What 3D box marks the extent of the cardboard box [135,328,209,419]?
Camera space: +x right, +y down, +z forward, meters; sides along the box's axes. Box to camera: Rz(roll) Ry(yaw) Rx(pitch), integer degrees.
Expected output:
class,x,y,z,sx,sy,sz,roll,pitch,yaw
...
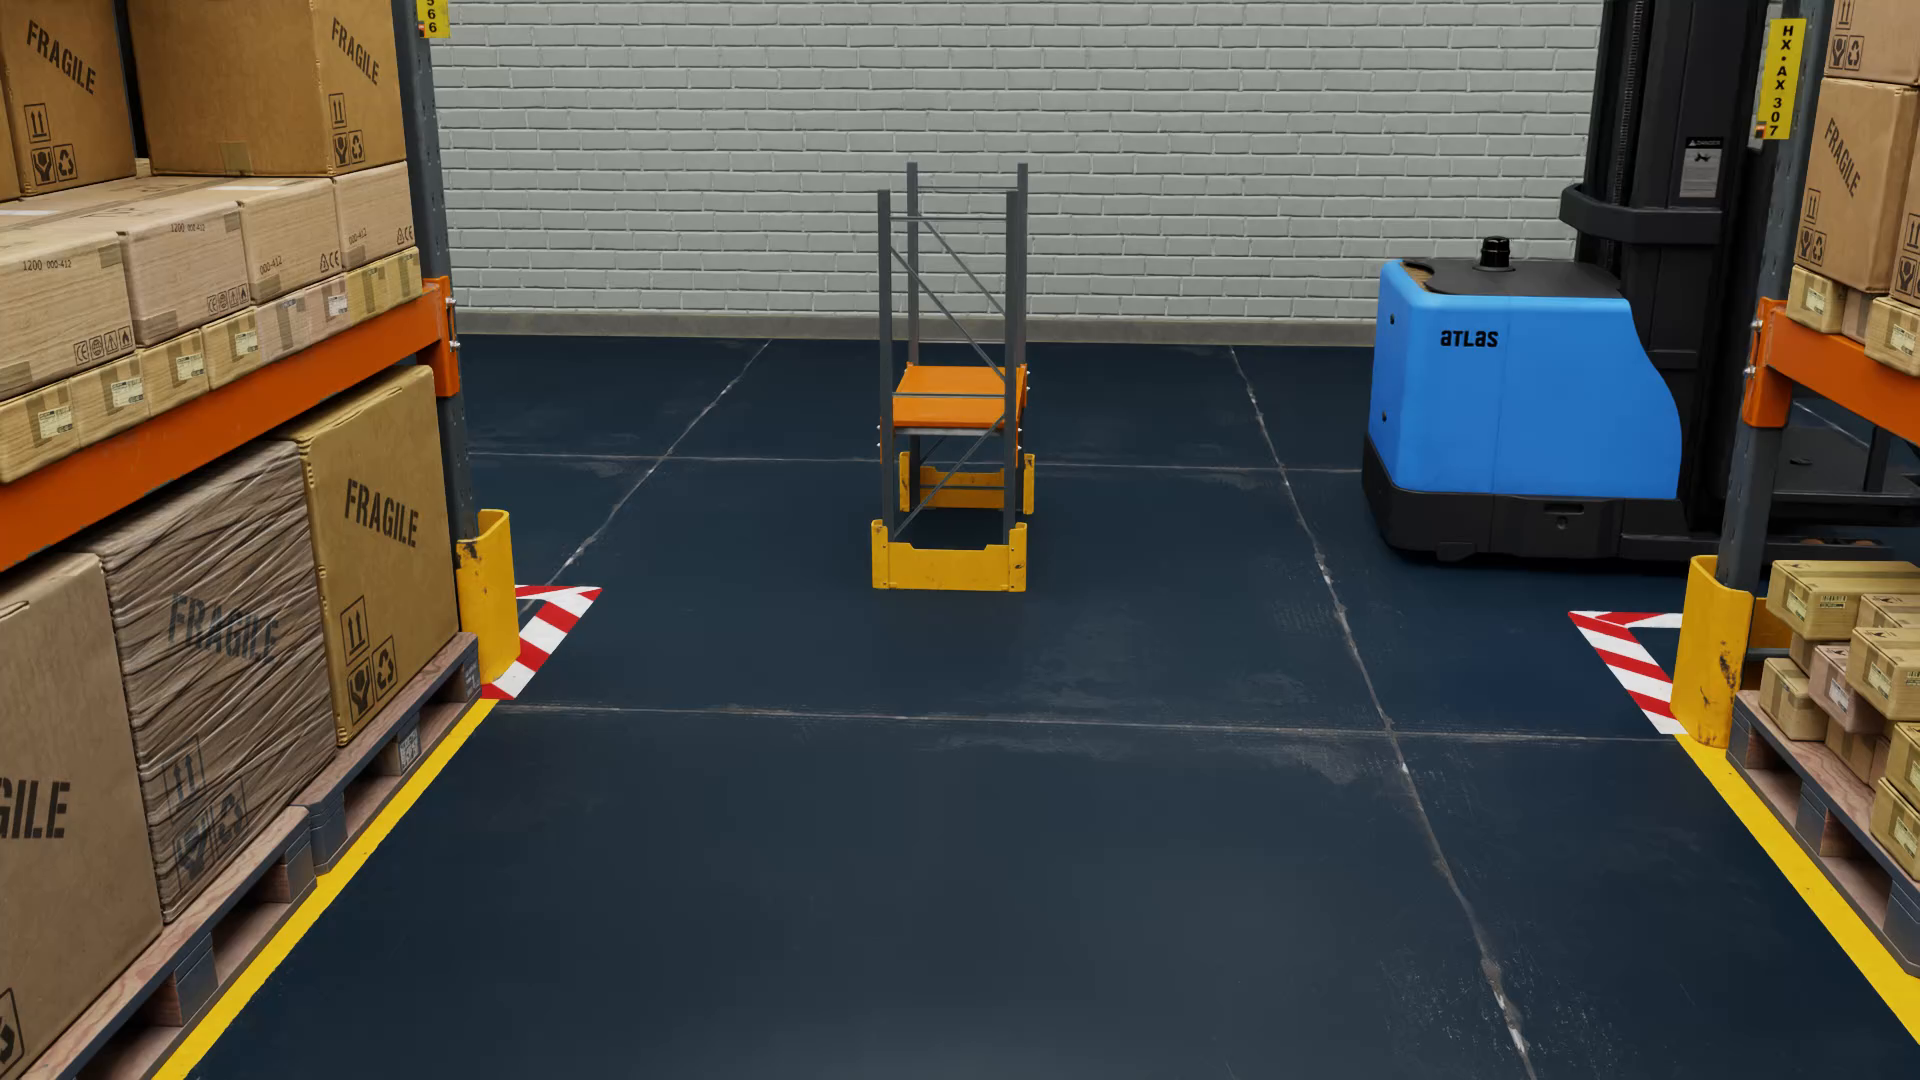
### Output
class,x,y,z,sx,sy,sz,roll,pitch,yaw
cardboard box,-1.894,-0.369,3.636,0.380,0.149,0.250,1,18,4

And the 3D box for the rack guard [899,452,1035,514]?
class,x,y,z,sx,sy,sz,roll,pitch,yaw
rack guard,0.030,-0.250,7.284,0.587,0.250,0.087,1,18,4

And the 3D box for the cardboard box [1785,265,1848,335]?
class,x,y,z,sx,sy,sz,roll,pitch,yaw
cardboard box,2.483,-0.650,4.492,0.380,0.149,0.250,1,18,3

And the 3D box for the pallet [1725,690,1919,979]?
class,x,y,z,sx,sy,sz,roll,pitch,yaw
pallet,2.734,0.738,4.332,1.003,0.211,1.213,1,18,4

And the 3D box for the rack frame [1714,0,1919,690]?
class,x,y,z,sx,sy,sz,roll,pitch,yaw
rack frame,2.833,-0.862,4.737,1.000,3.000,0.127,1,18,4

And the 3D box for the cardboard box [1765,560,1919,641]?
class,x,y,z,sx,sy,sz,roll,pitch,yaw
cardboard box,2.457,0.165,4.550,0.380,0.149,0.250,0,18,1

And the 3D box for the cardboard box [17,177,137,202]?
class,x,y,z,sx,sy,sz,roll,pitch,yaw
cardboard box,-2.441,-0.770,4.218,0.500,0.250,0.500,1,18,3

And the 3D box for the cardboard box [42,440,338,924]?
class,x,y,z,sx,sy,sz,roll,pitch,yaw
cardboard box,-2.138,0.289,3.962,0.875,0.875,0.875,1,18,4

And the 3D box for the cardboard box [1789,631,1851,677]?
class,x,y,z,sx,sy,sz,roll,pitch,yaw
cardboard box,2.540,0.309,4.590,0.380,0.149,0.250,2,18,6

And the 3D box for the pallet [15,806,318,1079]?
class,x,y,z,sx,sy,sz,roll,pitch,yaw
pallet,-2.176,0.949,3.689,1.003,0.211,1.213,1,18,4

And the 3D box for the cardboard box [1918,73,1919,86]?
class,x,y,z,sx,sy,sz,roll,pitch,yaw
cardboard box,2.507,-1.236,3.633,0.500,0.500,0.500,2,18,6

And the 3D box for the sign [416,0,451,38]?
class,x,y,z,sx,sy,sz,roll,pitch,yaw
sign,-1.566,-1.651,4.904,0.100,0.325,0.005,1,18,4

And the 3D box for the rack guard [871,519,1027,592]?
class,x,y,z,sx,sy,sz,roll,pitch,yaw
rack guard,-0.041,0.060,6.340,0.587,0.250,0.087,1,18,4

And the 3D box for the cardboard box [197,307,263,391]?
class,x,y,z,sx,sy,sz,roll,pitch,yaw
cardboard box,-1.876,-0.450,3.882,0.380,0.149,0.250,1,18,3

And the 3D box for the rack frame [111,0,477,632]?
class,x,y,z,sx,sy,sz,roll,pitch,yaw
rack frame,-2.107,-1.004,5.171,1.000,3.000,0.127,1,18,4

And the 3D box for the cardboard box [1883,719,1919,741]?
class,x,y,z,sx,sy,sz,roll,pitch,yaw
cardboard box,2.534,0.470,4.097,0.380,0.149,0.250,2,18,5

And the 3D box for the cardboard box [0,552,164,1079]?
class,x,y,z,sx,sy,sz,roll,pitch,yaw
cardboard box,-2.202,0.565,3.118,0.875,0.875,0.875,1,18,4

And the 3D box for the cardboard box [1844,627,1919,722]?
class,x,y,z,sx,sy,sz,roll,pitch,yaw
cardboard box,2.411,0.329,4.050,0.380,0.149,0.250,1,18,4

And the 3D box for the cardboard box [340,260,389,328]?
class,x,y,z,sx,sy,sz,roll,pitch,yaw
cardboard box,-1.821,-0.686,4.604,0.380,0.149,0.250,1,18,4

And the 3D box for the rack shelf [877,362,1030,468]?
class,x,y,z,sx,sy,sz,roll,pitch,yaw
rack shelf,-0.006,-0.515,6.665,0.538,0.185,1.000,1,18,4

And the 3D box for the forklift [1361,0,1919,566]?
class,x,y,z,sx,sy,sz,roll,pitch,yaw
forklift,3.262,-1.397,6.478,3.031,2.935,1.130,2,18,6

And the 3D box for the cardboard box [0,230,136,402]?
class,x,y,z,sx,sy,sz,roll,pitch,yaw
cardboard box,-1.983,-0.441,3.213,0.500,0.250,0.500,1,18,4

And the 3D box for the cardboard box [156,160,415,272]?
class,x,y,z,sx,sy,sz,roll,pitch,yaw
cardboard box,-1.877,-0.918,4.671,0.500,0.250,0.500,1,18,3

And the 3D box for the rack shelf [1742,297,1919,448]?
class,x,y,z,sx,sy,sz,roll,pitch,yaw
rack shelf,2.690,0.101,2.954,1.077,0.370,4.000,1,18,4

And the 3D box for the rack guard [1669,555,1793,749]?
class,x,y,z,sx,sy,sz,roll,pitch,yaw
rack guard,2.828,0.349,5.054,1.175,0.500,0.348,1,18,4

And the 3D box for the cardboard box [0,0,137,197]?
class,x,y,z,sx,sy,sz,roll,pitch,yaw
cardboard box,-2.446,-1.132,4.121,0.500,0.500,0.500,1,18,3

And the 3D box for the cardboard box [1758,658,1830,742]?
class,x,y,z,sx,sy,sz,roll,pitch,yaw
cardboard box,2.476,0.449,4.641,0.380,0.149,0.250,2,18,5

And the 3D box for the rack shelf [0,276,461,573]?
class,x,y,z,sx,sy,sz,roll,pitch,yaw
rack shelf,-2.250,-0.041,3.387,1.077,0.370,4.000,1,18,4

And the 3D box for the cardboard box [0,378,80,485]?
class,x,y,z,sx,sy,sz,roll,pitch,yaw
cardboard box,-1.930,-0.211,3.154,0.380,0.149,0.250,1,18,2

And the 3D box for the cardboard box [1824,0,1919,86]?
class,x,y,z,sx,sy,sz,roll,pitch,yaw
cardboard box,2.536,-1.393,4.112,0.500,0.500,0.500,1,18,4

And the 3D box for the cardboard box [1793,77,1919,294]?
class,x,y,z,sx,sy,sz,roll,pitch,yaw
cardboard box,2.526,-0.918,4.269,0.500,0.500,0.500,2,18,7

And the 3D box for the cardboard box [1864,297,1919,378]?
class,x,y,z,sx,sy,sz,roll,pitch,yaw
cardboard box,2.434,-0.487,3.996,0.380,0.149,0.250,1,18,2

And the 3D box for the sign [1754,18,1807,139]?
class,x,y,z,sx,sy,sz,roll,pitch,yaw
sign,2.292,-1.286,4.639,0.100,0.325,0.005,1,18,4

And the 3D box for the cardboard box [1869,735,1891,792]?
class,x,y,z,sx,sy,sz,roll,pitch,yaw
cardboard box,2.528,0.609,4.151,0.380,0.149,0.250,1,18,5

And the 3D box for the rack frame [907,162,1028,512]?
class,x,y,z,sx,sy,sz,roll,pitch,yaw
rack frame,0.030,-0.844,7.090,0.500,1.500,0.032,1,18,4

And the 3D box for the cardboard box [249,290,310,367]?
class,x,y,z,sx,sy,sz,roll,pitch,yaw
cardboard box,-1.859,-0.530,4.128,0.380,0.149,0.250,2,18,5

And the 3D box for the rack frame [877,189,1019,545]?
class,x,y,z,sx,sy,sz,roll,pitch,yaw
rack frame,-0.043,-0.528,6.127,0.500,1.500,0.032,1,18,4

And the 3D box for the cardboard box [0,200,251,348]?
class,x,y,z,sx,sy,sz,roll,pitch,yaw
cardboard box,-1.950,-0.602,3.707,0.500,0.250,0.500,1,18,2

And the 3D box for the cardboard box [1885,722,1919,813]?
class,x,y,z,sx,sy,sz,roll,pitch,yaw
cardboard box,2.408,0.548,3.861,0.380,0.149,0.250,2,18,6

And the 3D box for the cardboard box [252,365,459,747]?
class,x,y,z,sx,sy,sz,roll,pitch,yaw
cardboard box,-2.073,0.006,4.824,0.875,0.875,0.875,1,18,4

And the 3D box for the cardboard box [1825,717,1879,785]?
class,x,y,z,sx,sy,sz,roll,pitch,yaw
cardboard box,2.539,0.532,4.387,0.380,0.149,0.250,1,18,4

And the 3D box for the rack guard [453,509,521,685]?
class,x,y,z,sx,sy,sz,roll,pitch,yaw
rack guard,-2.105,0.176,5.583,1.175,0.500,0.348,1,18,4

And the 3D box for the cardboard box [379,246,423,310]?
class,x,y,z,sx,sy,sz,roll,pitch,yaw
cardboard box,-1.804,-0.767,4.850,0.380,0.149,0.250,2,18,5

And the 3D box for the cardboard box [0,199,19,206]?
class,x,y,z,sx,sy,sz,roll,pitch,yaw
cardboard box,-2.481,-0.614,3.742,0.500,0.250,0.500,1,18,2

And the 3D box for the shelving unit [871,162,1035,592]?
class,x,y,z,sx,sy,sz,roll,pitch,yaw
shelving unit,-0.005,-0.689,6.617,0.587,1.500,1.083,1,18,4

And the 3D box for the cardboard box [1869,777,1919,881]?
class,x,y,z,sx,sy,sz,roll,pitch,yaw
cardboard box,2.401,0.686,3.917,0.380,0.149,0.250,2,18,5

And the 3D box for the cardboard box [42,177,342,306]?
class,x,y,z,sx,sy,sz,roll,pitch,yaw
cardboard box,-1.914,-0.760,4.190,0.500,0.250,0.500,1,18,3

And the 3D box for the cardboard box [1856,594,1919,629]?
class,x,y,z,sx,sy,sz,roll,pitch,yaw
cardboard box,2.557,0.254,4.280,0.380,0.149,0.250,2,18,5

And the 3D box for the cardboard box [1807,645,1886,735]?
class,x,y,z,sx,sy,sz,roll,pitch,yaw
cardboard box,2.464,0.392,4.335,0.380,0.149,0.250,1,18,4

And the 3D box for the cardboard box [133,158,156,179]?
class,x,y,z,sx,sy,sz,roll,pitch,yaw
cardboard box,-2.410,-0.931,4.711,0.500,0.250,0.500,1,18,2

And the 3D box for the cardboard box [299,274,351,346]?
class,x,y,z,sx,sy,sz,roll,pitch,yaw
cardboard box,-1.840,-0.608,4.364,0.380,0.149,0.250,1,18,4

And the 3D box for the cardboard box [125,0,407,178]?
class,x,y,z,sx,sy,sz,roll,pitch,yaw
cardboard box,-1.879,-1.274,4.551,0.500,0.500,0.500,2,18,5

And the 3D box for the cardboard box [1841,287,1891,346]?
class,x,y,z,sx,sy,sz,roll,pitch,yaw
cardboard box,2.506,-0.570,4.248,0.380,0.149,0.250,2,18,6

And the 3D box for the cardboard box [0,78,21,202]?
class,x,y,z,sx,sy,sz,roll,pitch,yaw
cardboard box,-2.477,-0.971,3.629,0.500,0.500,0.500,1,18,2

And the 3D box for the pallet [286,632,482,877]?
class,x,y,z,sx,sy,sz,roll,pitch,yaw
pallet,-2.086,0.571,4.842,1.003,0.211,1.213,1,18,4

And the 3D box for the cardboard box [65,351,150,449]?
class,x,y,z,sx,sy,sz,roll,pitch,yaw
cardboard box,-1.914,-0.292,3.401,0.380,0.149,0.250,2,18,5

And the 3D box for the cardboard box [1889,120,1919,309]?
class,x,y,z,sx,sy,sz,roll,pitch,yaw
cardboard box,2.513,-0.751,3.760,0.500,0.500,0.500,1,18,4
